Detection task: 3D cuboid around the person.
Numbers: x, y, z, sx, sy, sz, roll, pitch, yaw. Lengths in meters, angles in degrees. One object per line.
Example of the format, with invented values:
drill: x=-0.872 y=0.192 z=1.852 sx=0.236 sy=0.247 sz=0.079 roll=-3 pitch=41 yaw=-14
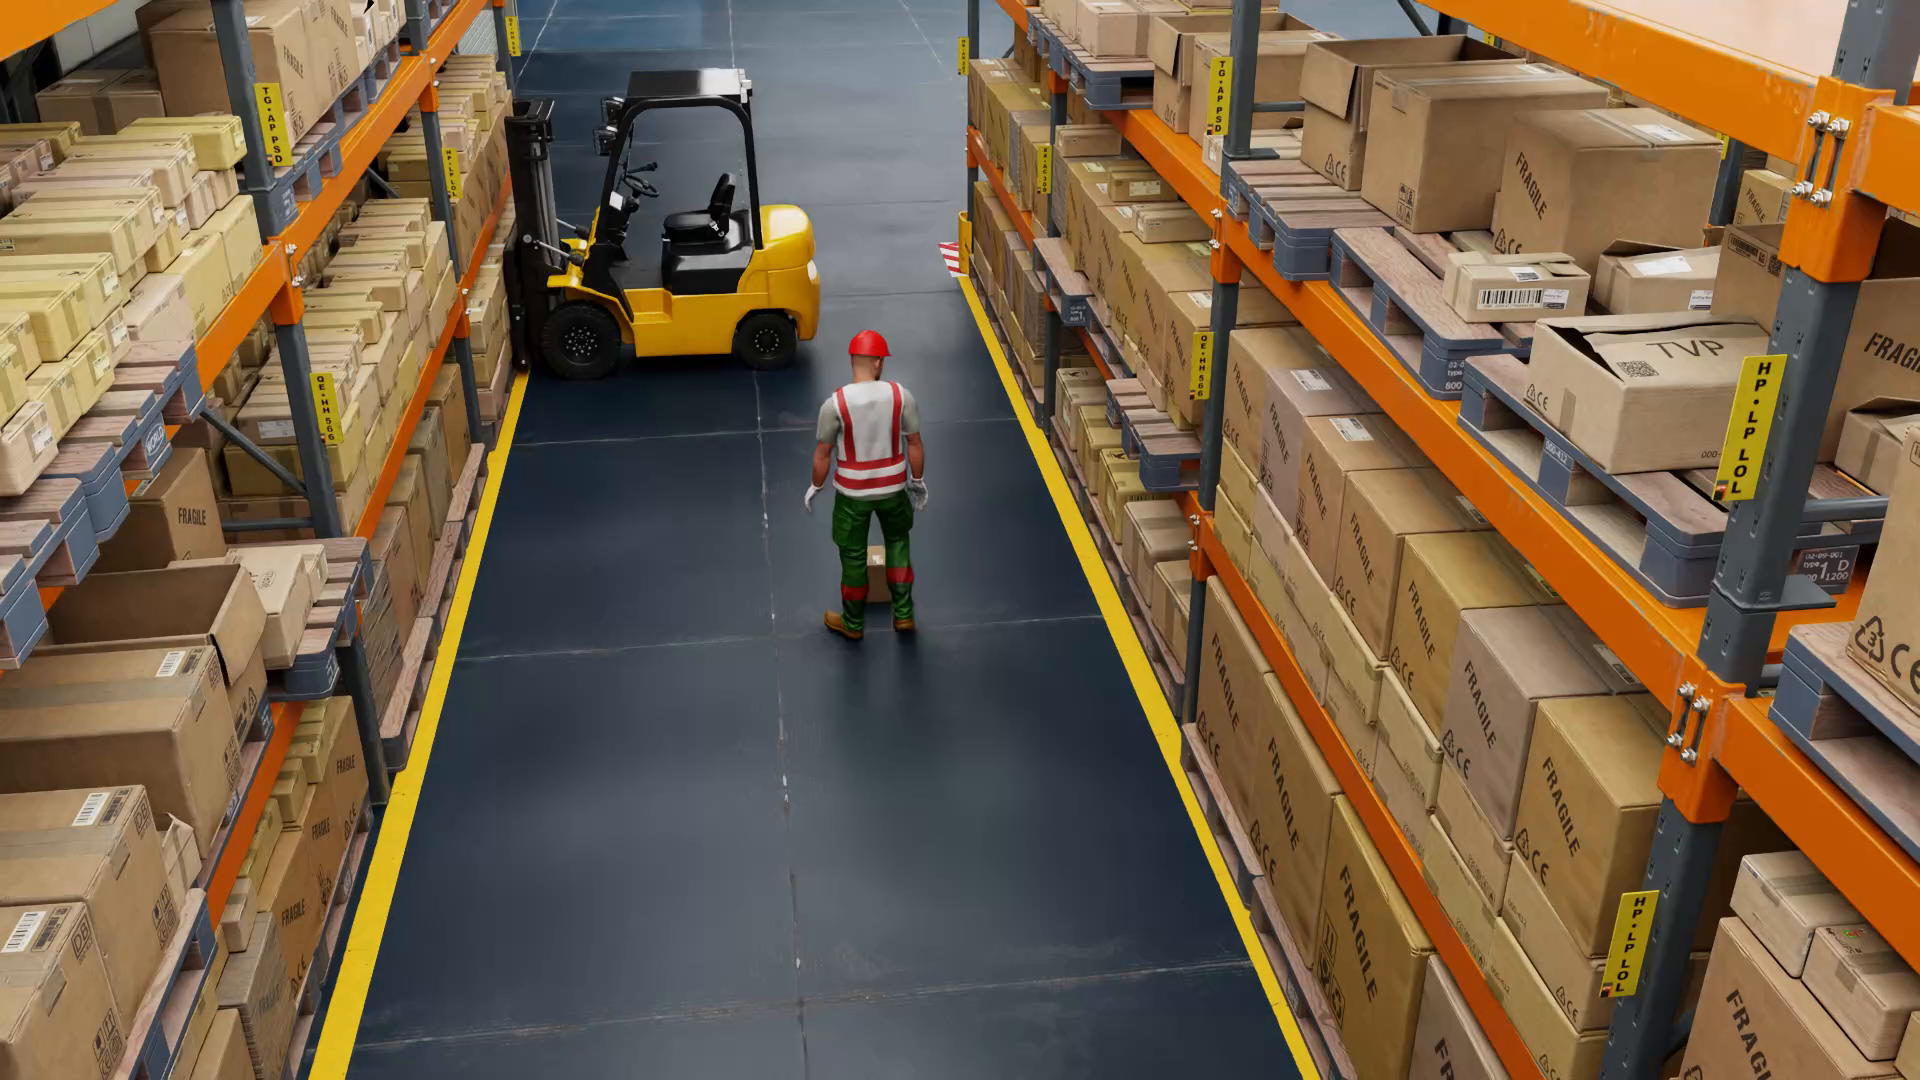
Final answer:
person: x=-0.519 y=-0.276 z=9.117 sx=0.659 sy=1.790 sz=0.389 roll=-9 pitch=28 yaw=-17
